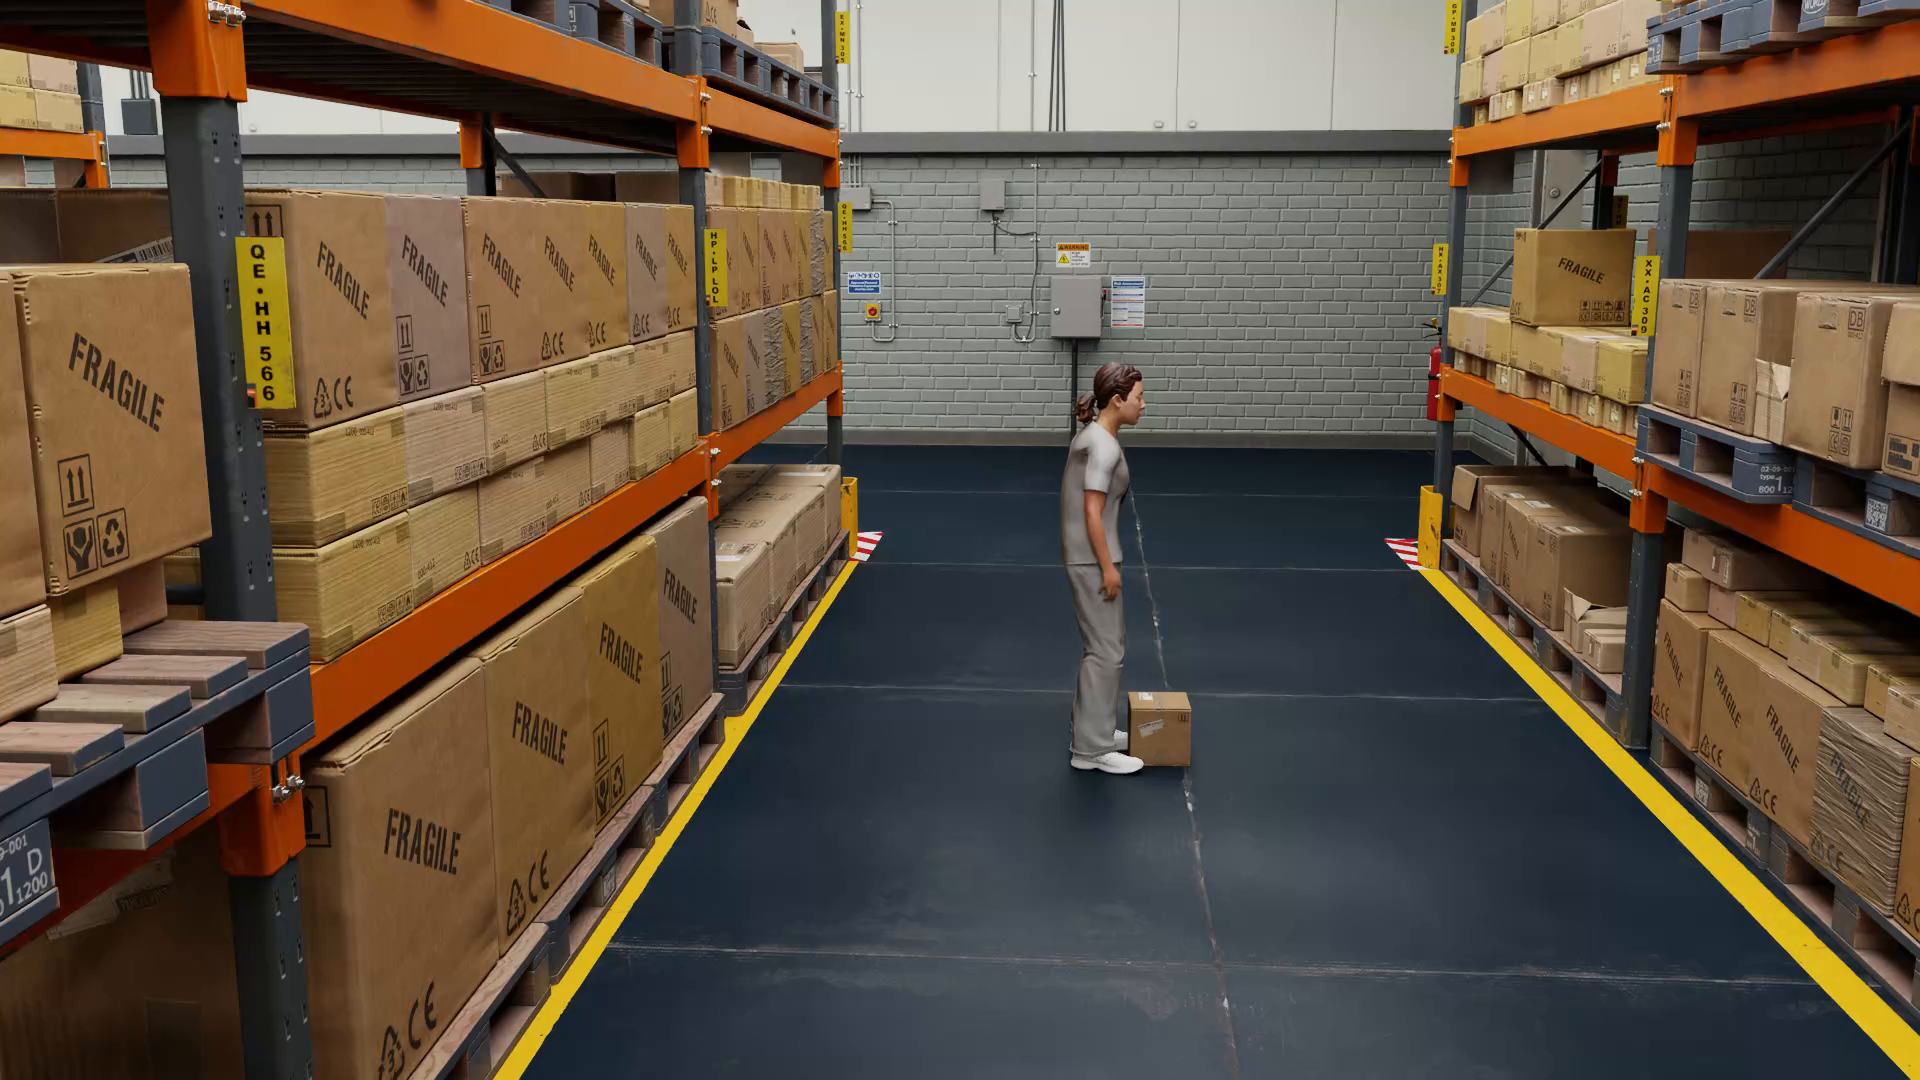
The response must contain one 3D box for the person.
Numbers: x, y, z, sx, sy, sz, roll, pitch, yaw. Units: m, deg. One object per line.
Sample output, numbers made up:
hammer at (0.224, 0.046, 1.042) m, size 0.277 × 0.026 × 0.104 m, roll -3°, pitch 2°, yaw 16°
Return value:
person at (0.594, 0.099, 6.912) m, size 0.359 × 1.673 × 0.485 m, roll 1°, pitch 11°, yaw 4°
